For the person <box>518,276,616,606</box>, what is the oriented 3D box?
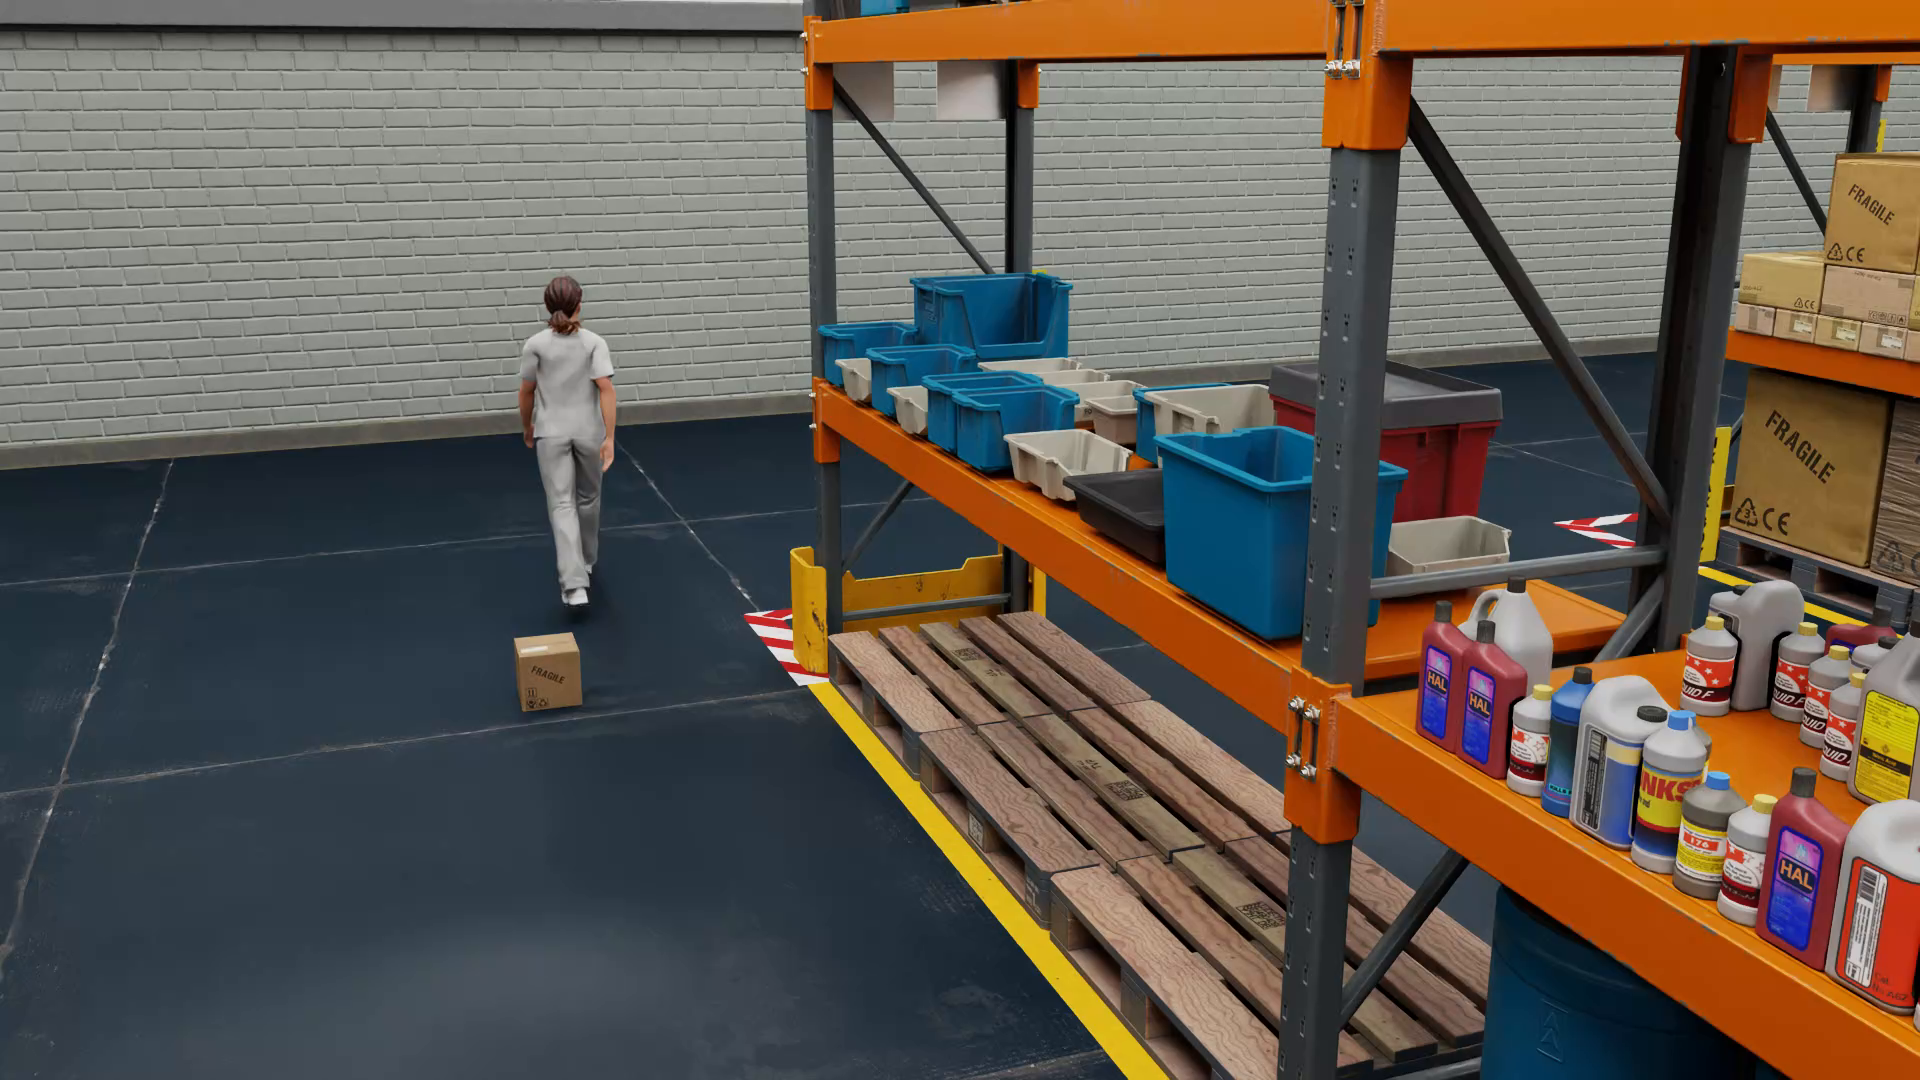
[{"bbox_3d":[-1.976,-0.523,8.411,0.467,1.612,1.058,-5,16,-17],"label":"person"}]
